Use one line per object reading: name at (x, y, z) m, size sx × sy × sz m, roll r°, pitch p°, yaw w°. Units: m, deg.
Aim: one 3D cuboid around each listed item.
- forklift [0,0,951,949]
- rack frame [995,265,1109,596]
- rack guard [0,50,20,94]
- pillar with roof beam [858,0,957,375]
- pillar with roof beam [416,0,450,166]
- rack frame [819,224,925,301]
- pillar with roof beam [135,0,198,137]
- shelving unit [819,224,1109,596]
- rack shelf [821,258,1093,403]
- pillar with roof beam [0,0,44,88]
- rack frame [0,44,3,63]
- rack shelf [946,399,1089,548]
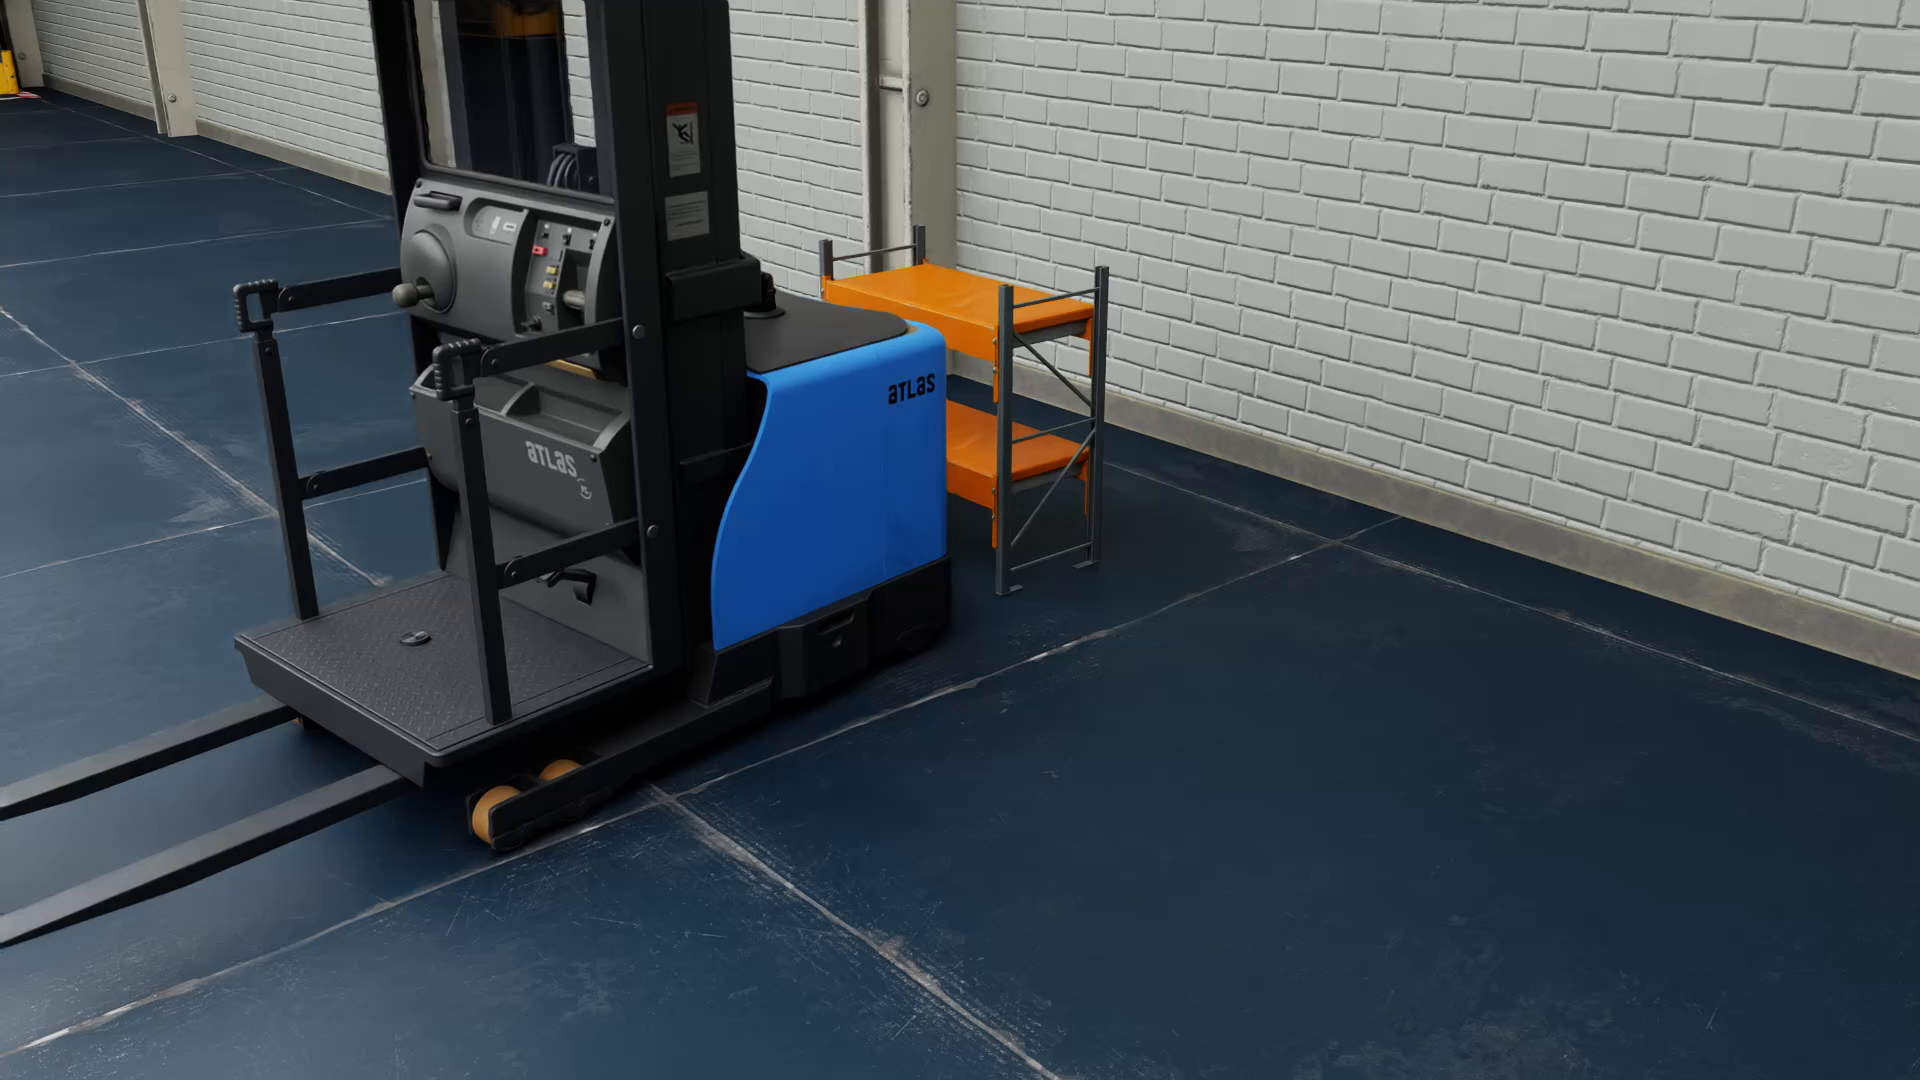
forklift at (-1.385, -0.754, 4.391) m, size 1.130 × 2.935 × 3.031 m, roll 18°, pitch 28°, yaw 38°
rack frame at (0.327, -0.385, 5.925) m, size 0.500 × 1.125 × 0.032 m, roll -17°, pitch 27°, yaw -37°
rack guard at (-12.220, -5.689, 20.325) m, size 1.175 × 0.500 × 0.348 m, roll -17°, pitch 27°, yaw -37°
pillar with roof beam at (-3.519, -4.062, 4.517) m, size 9.100 × 9.000 × 0.400 m, roll -17°, pitch 27°, yaw -37°
pillar with roof beam at (-7.436, -5.720, 8.749) m, size 9.100 × 9.000 × 0.400 m, roll -17°, pitch 27°, yaw -37°
rack frame at (-0.336, -0.666, 6.642) m, size 0.500 × 1.125 × 0.032 m, roll -17°, pitch 27°, yaw -37°
pillar with roof beam at (-11.352, -7.378, 12.982) m, size 9.100 × 9.000 × 0.400 m, roll -17°, pitch 27°, yaw -37°
shelving unit at (-0.004, -0.526, 6.284) m, size 0.538 × 1.125 × 1.048 m, roll -17°, pitch 27°, yaw -37°
rack shelf at (-0.004, -0.798, 6.177) m, size 0.538 × 0.278 × 1.000 m, roll -17°, pitch 27°, yaw -37°
pillar with roof beam at (-15.269, -9.036, 17.214) m, size 9.100 × 9.000 × 0.400 m, roll -17°, pitch 27°, yaw -37°
rack frame at (-12.236, -6.860, 19.886) m, size 1.000 × 3.000 × 0.127 m, roll -17°, pitch 27°, yaw -37°
rack shelf at (-0.004, -0.298, 6.373) m, size 0.538 × 0.278 × 1.000 m, roll -17°, pitch 27°, yaw -37°
